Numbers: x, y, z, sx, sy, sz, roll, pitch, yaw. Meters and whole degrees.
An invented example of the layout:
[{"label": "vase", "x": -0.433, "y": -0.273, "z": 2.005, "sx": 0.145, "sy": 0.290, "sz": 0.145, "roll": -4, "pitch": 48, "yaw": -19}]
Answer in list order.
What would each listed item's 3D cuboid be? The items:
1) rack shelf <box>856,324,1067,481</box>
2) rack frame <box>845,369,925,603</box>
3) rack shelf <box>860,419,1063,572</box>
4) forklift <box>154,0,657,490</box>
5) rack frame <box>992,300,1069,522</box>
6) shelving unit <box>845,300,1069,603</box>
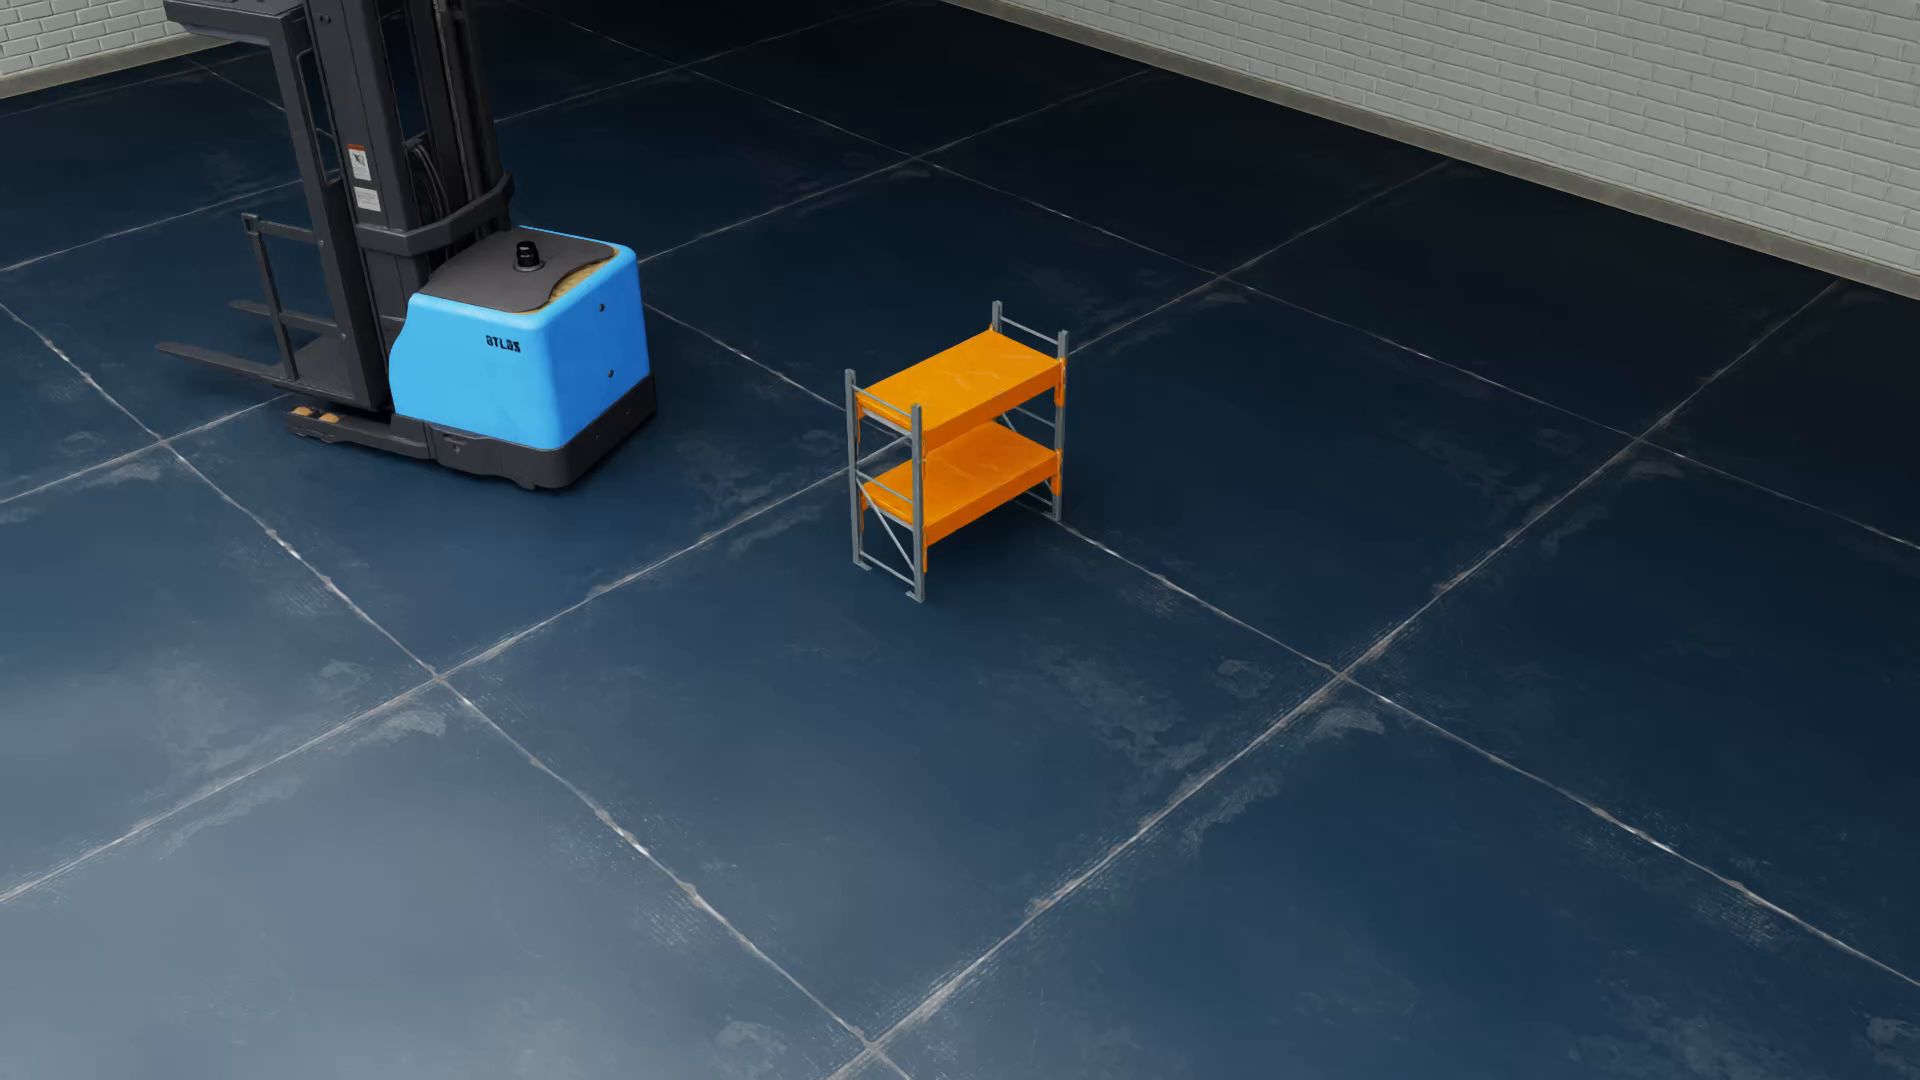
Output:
[{"label": "rack shelf", "x": -0.005, "y": -0.699, "z": 8.248, "sx": 0.538, "sy": 0.278, "sz": 1.000, "roll": 30, "pitch": 45, "yaw": 35}, {"label": "rack frame", "x": -0.363, "y": -0.252, "z": 8.119, "sx": 0.500, "sy": 1.125, "sz": 0.032, "roll": 30, "pitch": 45, "yaw": 35}, {"label": "rack shelf", "x": -0.005, "y": -0.258, "z": 8.555, "sx": 0.538, "sy": 0.278, "sz": 1.000, "roll": 30, "pitch": 45, "yaw": 35}, {"label": "forklift", "x": -3.337, "y": -2.020, "z": 9.075, "sx": 3.031, "sy": 2.935, "sz": 1.130, "roll": 14, "pitch": 37, "yaw": 19}, {"label": "rack frame", "x": 0.353, "y": -0.665, "z": 8.711, "sx": 0.500, "sy": 1.125, "sz": 0.032, "roll": 30, "pitch": 45, "yaw": 35}, {"label": "shelving unit", "x": -0.005, "y": -0.459, "z": 8.415, "sx": 0.538, "sy": 1.125, "sz": 1.048, "roll": 30, "pitch": 45, "yaw": 35}]
